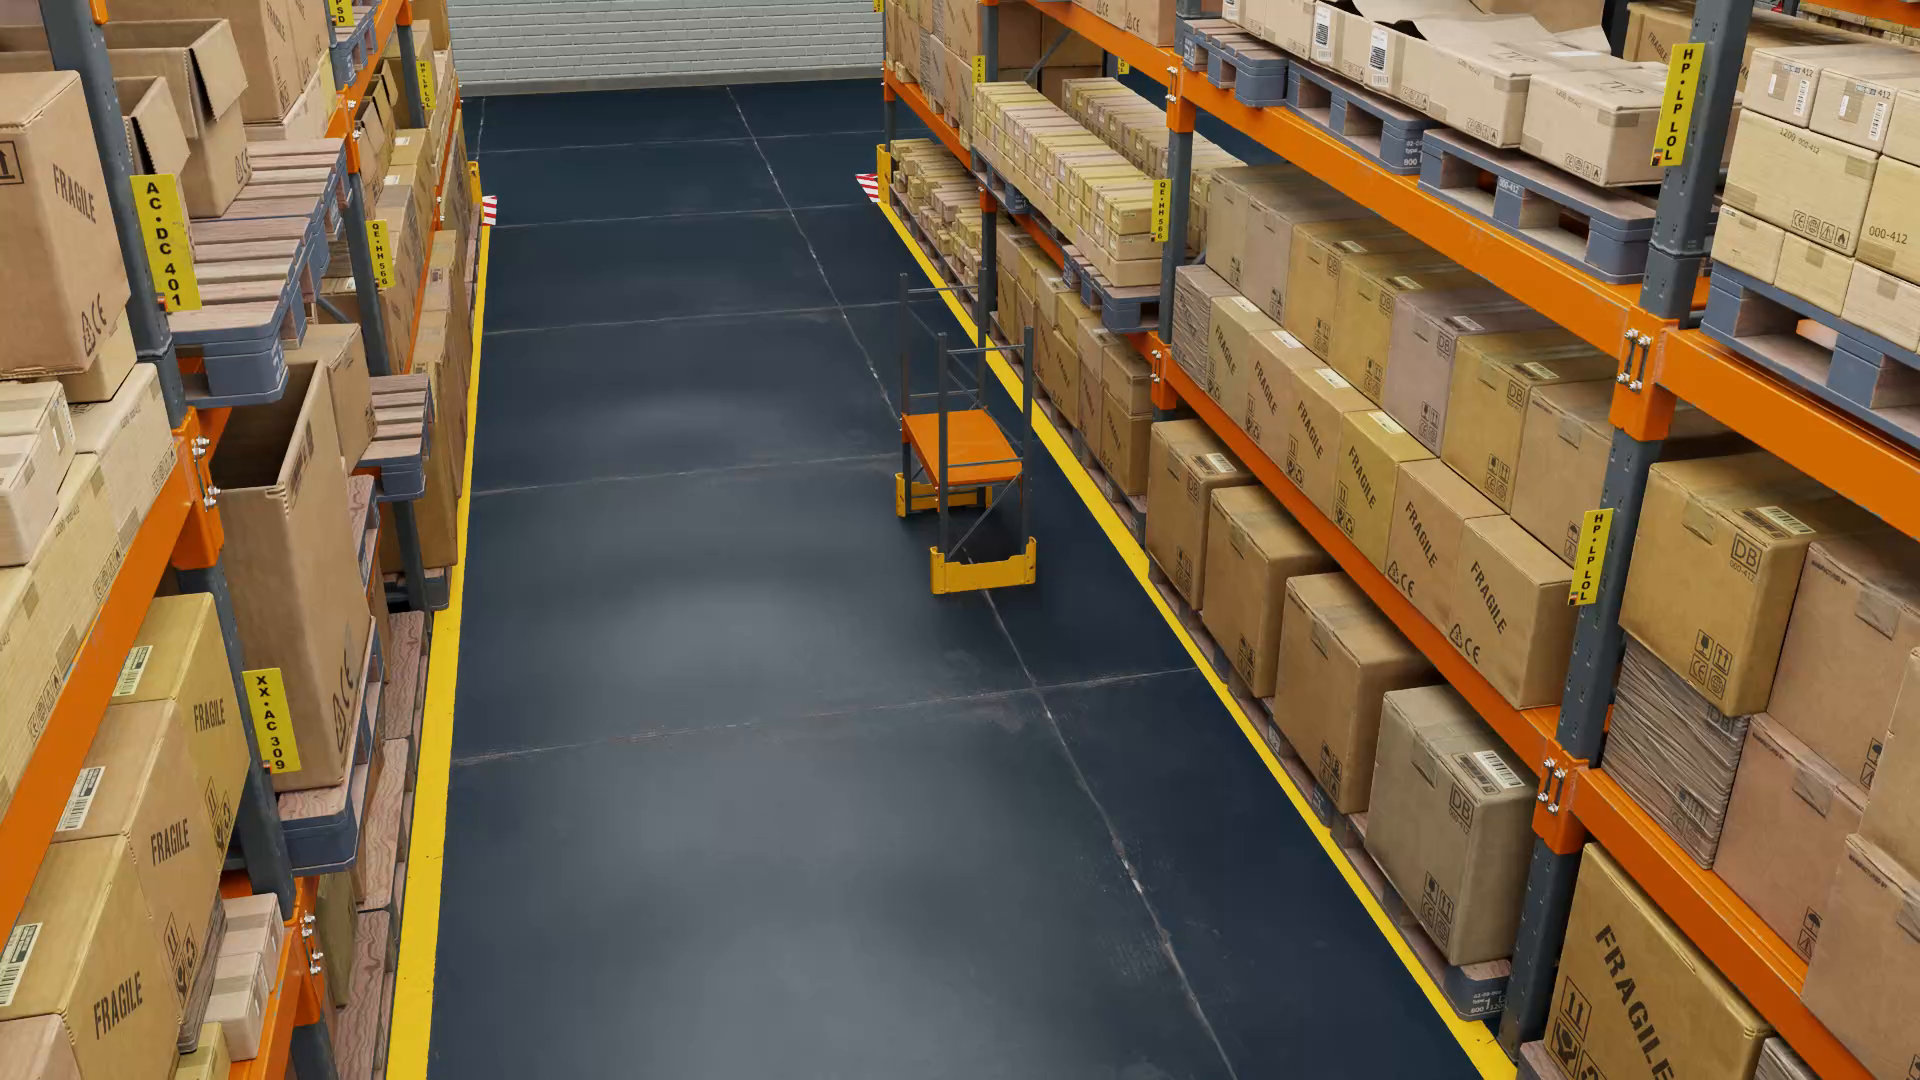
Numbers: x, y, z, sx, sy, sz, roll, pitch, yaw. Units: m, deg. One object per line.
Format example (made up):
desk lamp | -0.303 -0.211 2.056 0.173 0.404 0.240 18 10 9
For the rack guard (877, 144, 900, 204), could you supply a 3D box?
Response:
rack guard | -0.218 -3.642 16.411 1.175 0.500 0.348 -6 27 -12

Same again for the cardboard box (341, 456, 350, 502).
cardboard box | -2.649 -0.243 6.585 0.396 0.266 0.258 -7 28 -13

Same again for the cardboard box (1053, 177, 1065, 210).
cardboard box | 0.779 -2.110 10.084 0.380 0.149 0.250 -6 27 -12

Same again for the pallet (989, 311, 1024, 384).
pallet | 0.843 -1.449 12.386 1.003 0.211 1.213 -6 27 -12

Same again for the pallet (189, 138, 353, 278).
pallet | -2.658 -1.056 5.393 1.213 0.211 1.003 -6 27 -12

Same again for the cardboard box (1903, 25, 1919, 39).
cardboard box | 9.607 -5.017 16.198 0.500 0.250 0.500 -7 28 -13

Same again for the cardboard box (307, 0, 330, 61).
cardboard box | -2.937 -2.243 6.870 0.500 0.500 0.500 -5 27 -10

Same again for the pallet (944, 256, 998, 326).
pallet | 0.480 -2.082 13.640 1.003 0.211 1.213 -6 27 -12

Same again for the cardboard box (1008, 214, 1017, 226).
cardboard box | 0.600 -2.733 13.873 0.380 0.149 0.250 -7 28 -13

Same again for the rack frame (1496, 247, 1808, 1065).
rack frame | 2.469 0.477 5.477 1.000 3.000 0.127 -6 27 -12

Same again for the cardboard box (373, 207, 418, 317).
cardboard box | -3.370 -1.556 9.394 0.500 0.500 0.500 -6 27 -13

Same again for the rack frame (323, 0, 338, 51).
rack frame | -3.288 -3.498 6.694 1.000 3.000 0.127 -6 27 -12

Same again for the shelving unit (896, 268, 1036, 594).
shelving unit | 0.017 -0.636 9.346 0.587 1.500 1.083 -6 27 -12

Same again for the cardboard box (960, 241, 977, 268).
cardboard box | 0.212 -2.306 13.358 0.380 0.149 0.250 -7 28 -14

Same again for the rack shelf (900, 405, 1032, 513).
rack shelf | 0.019 -0.472 9.419 0.538 0.185 1.000 -6 27 -12

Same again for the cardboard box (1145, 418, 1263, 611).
cardboard box | 1.617 -0.186 8.820 1.050 0.750 0.750 -6 27 -12

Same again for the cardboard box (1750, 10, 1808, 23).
cardboard box | 5.935 -3.676 12.484 0.500 0.500 0.500 -5 27 -11

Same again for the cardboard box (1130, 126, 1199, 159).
cardboard box | 1.302 -2.529 10.585 0.380 0.149 0.250 -6 27 -12

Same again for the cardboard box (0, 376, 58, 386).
cardboard box | -2.060 -0.274 3.359 0.380 0.149 0.250 -6 27 -11

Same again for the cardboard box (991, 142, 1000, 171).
cardboard box | 0.427 -2.660 11.503 0.380 0.149 0.250 -6 27 -11

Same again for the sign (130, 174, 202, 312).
sign | -1.859 -0.692 3.890 0.100 0.325 0.005 -6 27 -12

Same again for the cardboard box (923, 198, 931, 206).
cardboard box | -0.127 -3.003 15.069 0.380 0.149 0.250 -6 27 -11

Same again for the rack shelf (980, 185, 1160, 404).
rack shelf | 1.117 -1.836 10.857 1.077 0.370 4.000 -6 27 -12

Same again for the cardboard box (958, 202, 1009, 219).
cardboard box | 0.190 -2.684 13.776 0.380 0.149 0.250 -5 27 -10

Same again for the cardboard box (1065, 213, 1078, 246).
cardboard box | 0.843 -1.856 9.912 0.380 0.149 0.250 -6 27 -12

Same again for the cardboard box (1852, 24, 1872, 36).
cardboard box | 9.399 -5.224 17.049 0.380 0.149 0.250 -5 27 -10

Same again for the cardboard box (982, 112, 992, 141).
cardboard box | 0.367 -2.910 11.669 0.380 0.149 0.250 -6 27 -13

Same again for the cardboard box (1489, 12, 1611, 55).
cardboard box | 2.254 -1.877 6.384 0.396 0.266 0.258 -6 27 -12

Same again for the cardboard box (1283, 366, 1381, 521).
cardboard box | 1.746 -0.436 7.174 0.500 0.500 0.500 -6 27 -12

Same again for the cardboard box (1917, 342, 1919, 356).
cardboard box | 2.391 -0.455 3.695 0.380 0.149 0.250 -6 27 -12

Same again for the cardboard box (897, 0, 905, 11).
cardboard box | -0.273 -4.970 14.717 0.500 0.500 0.500 -5 27 -10

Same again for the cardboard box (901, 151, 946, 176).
cardboard box | -0.337 -3.475 15.343 0.380 0.149 0.250 -6 27 -12

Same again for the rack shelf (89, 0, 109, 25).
rack shelf | -2.837 -2.120 5.207 1.077 0.370 4.000 -6 27 -12

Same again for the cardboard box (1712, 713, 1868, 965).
cardboard box | 2.710 0.810 4.650 0.875 0.550 0.550 -6 27 -12

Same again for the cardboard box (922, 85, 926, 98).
cardboard box | -0.119 -3.940 14.506 0.380 0.149 0.250 -6 27 -13

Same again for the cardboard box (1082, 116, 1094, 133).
cardboard box | 1.062 -2.864 11.578 0.380 0.149 0.250 -5 27 -9

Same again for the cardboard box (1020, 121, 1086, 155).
cardboard box | 0.599 -2.589 10.703 0.380 0.149 0.250 -5 27 -10

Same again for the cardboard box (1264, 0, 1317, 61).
cardboard box | 1.629 -2.224 7.087 0.500 0.250 0.500 -5 27 -10

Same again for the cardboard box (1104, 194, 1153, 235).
cardboard box | 1.010 -1.789 9.118 0.380 0.149 0.250 -7 28 -14

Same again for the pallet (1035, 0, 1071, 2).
pallet | 0.938 -3.554 10.341 1.213 0.211 1.003 -6 27 -12

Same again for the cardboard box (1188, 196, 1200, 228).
cardboard box | 1.528 -1.956 9.778 0.380 0.149 0.250 -7 28 -13

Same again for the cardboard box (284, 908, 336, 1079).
cardboard box | -2.504 1.584 5.569 0.700 0.500 0.500 -8 28 -16

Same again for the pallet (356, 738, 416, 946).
pallet | -2.842 1.303 6.935 1.003 0.211 1.213 -6 27 -12

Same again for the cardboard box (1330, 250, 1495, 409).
cardboard box | 2.007 -0.901 6.985 0.700 0.500 0.500 -6 27 -12

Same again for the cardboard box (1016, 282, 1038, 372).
cardboard box | 0.695 -1.523 11.747 0.500 0.500 0.500 -5 27 -9

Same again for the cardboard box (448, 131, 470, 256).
cardboard box | -4.663 -2.899 14.056 0.875 0.875 0.875 -6 27 -12

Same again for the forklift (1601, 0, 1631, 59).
forklift | 3.441 -1.526 9.520 1.130 2.935 3.031 -7 28 -14

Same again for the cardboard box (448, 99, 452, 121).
cardboard box | -4.399 -3.535 13.703 0.380 0.149 0.250 -6 27 -11

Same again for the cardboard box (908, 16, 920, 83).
cardboard box | -0.160 -4.295 14.489 0.500 0.500 0.500 -6 27 -11

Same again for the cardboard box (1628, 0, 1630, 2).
cardboard box | 5.090 -4.252 13.626 0.500 0.500 0.500 -6 27 -12

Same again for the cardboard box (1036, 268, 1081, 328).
cardboard box | 0.808 -1.633 11.131 0.500 0.250 0.500 -5 27 -10

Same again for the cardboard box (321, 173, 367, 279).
cardboard box | -3.437 -1.635 8.436 0.797 0.503 0.637 -5 27 -10

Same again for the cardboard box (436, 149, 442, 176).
cardboard box | -3.991 -2.743 12.134 0.380 0.149 0.250 -7 28 -13

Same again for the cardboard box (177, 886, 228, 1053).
cardboard box | -2.345 0.962 4.073 0.875 0.500 0.500 -6 27 -12

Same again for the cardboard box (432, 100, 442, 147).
cardboard box | -4.147 -3.094 12.386 0.500 0.250 0.500 -6 27 -12
